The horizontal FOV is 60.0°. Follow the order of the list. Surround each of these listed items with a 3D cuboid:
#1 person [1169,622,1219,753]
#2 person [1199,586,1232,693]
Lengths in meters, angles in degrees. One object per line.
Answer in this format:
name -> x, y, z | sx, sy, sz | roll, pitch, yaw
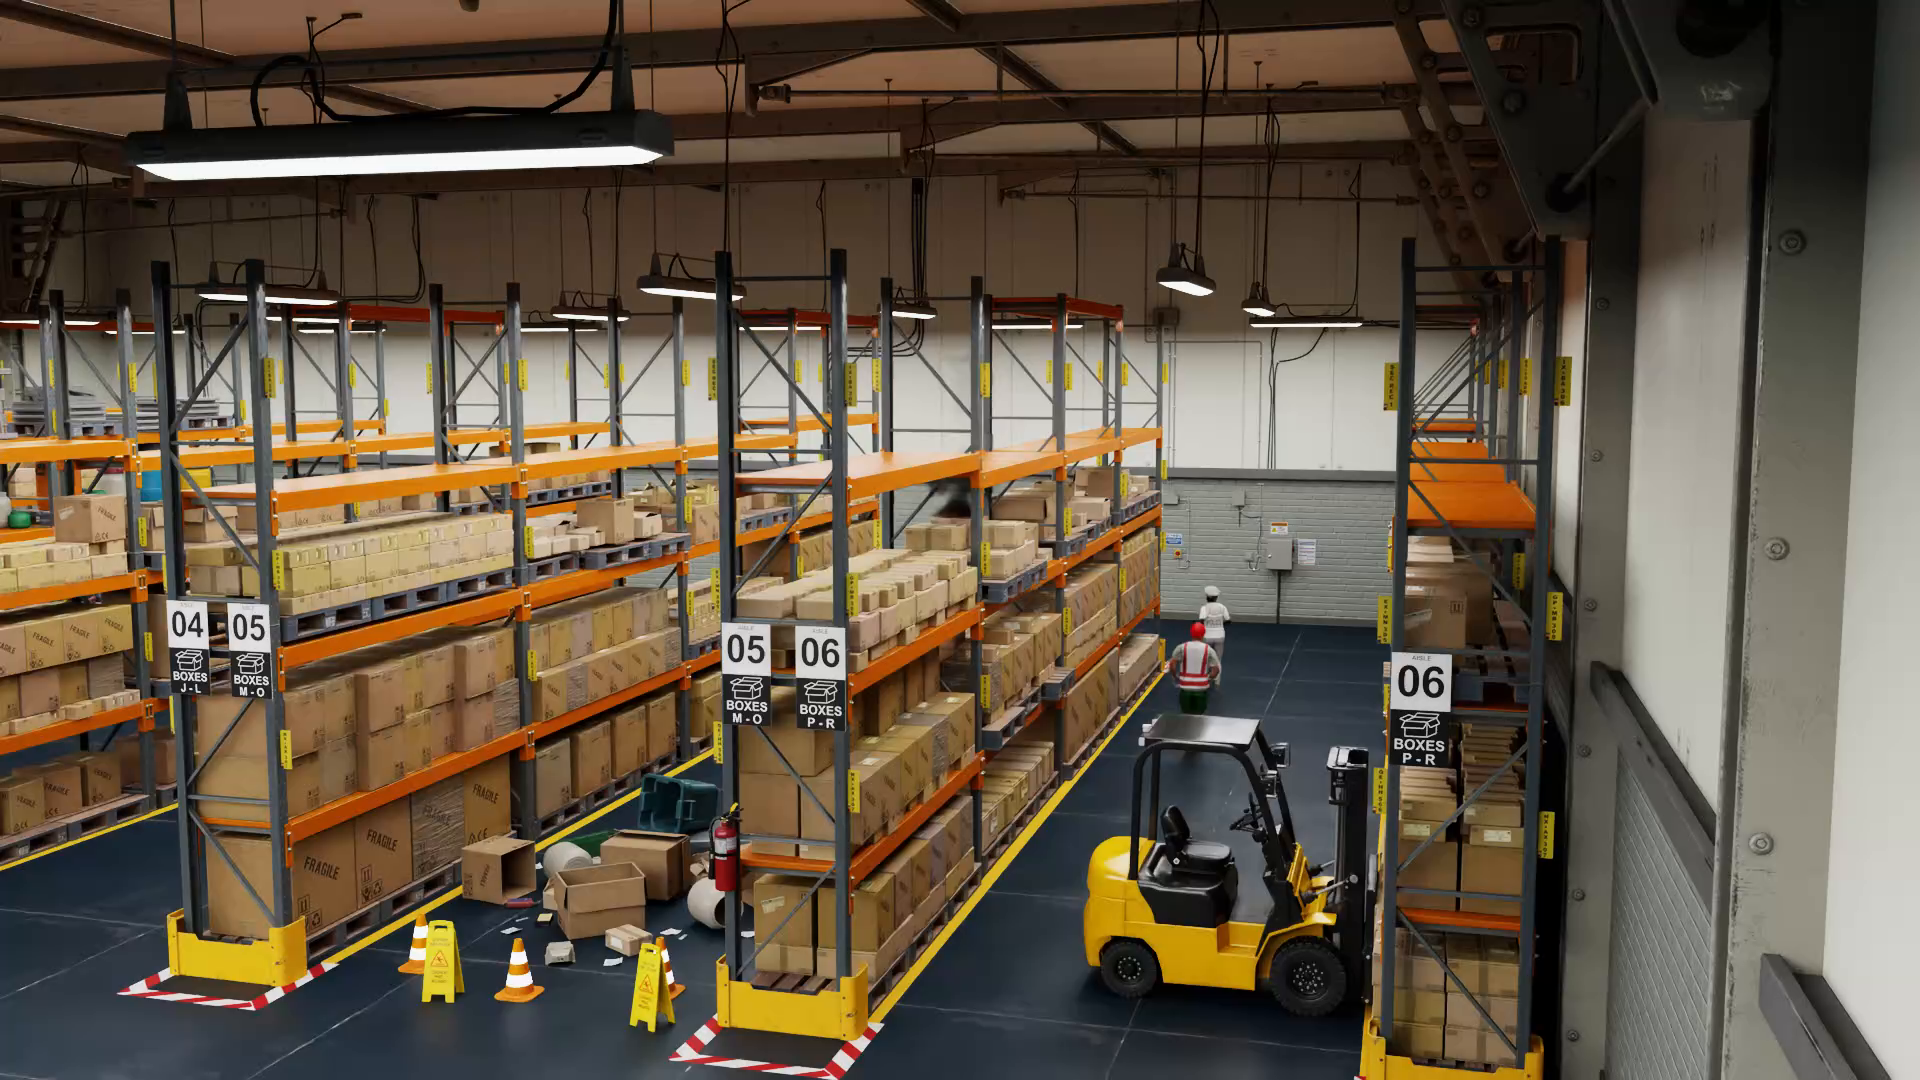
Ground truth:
person -> 3.129, 1.954, 22.209 | 0.654, 1.744, 0.532 | 1, 6, 11
person -> 3.967, 1.582, 25.982 | 0.566, 1.714, 0.867 | 0, 6, -3
